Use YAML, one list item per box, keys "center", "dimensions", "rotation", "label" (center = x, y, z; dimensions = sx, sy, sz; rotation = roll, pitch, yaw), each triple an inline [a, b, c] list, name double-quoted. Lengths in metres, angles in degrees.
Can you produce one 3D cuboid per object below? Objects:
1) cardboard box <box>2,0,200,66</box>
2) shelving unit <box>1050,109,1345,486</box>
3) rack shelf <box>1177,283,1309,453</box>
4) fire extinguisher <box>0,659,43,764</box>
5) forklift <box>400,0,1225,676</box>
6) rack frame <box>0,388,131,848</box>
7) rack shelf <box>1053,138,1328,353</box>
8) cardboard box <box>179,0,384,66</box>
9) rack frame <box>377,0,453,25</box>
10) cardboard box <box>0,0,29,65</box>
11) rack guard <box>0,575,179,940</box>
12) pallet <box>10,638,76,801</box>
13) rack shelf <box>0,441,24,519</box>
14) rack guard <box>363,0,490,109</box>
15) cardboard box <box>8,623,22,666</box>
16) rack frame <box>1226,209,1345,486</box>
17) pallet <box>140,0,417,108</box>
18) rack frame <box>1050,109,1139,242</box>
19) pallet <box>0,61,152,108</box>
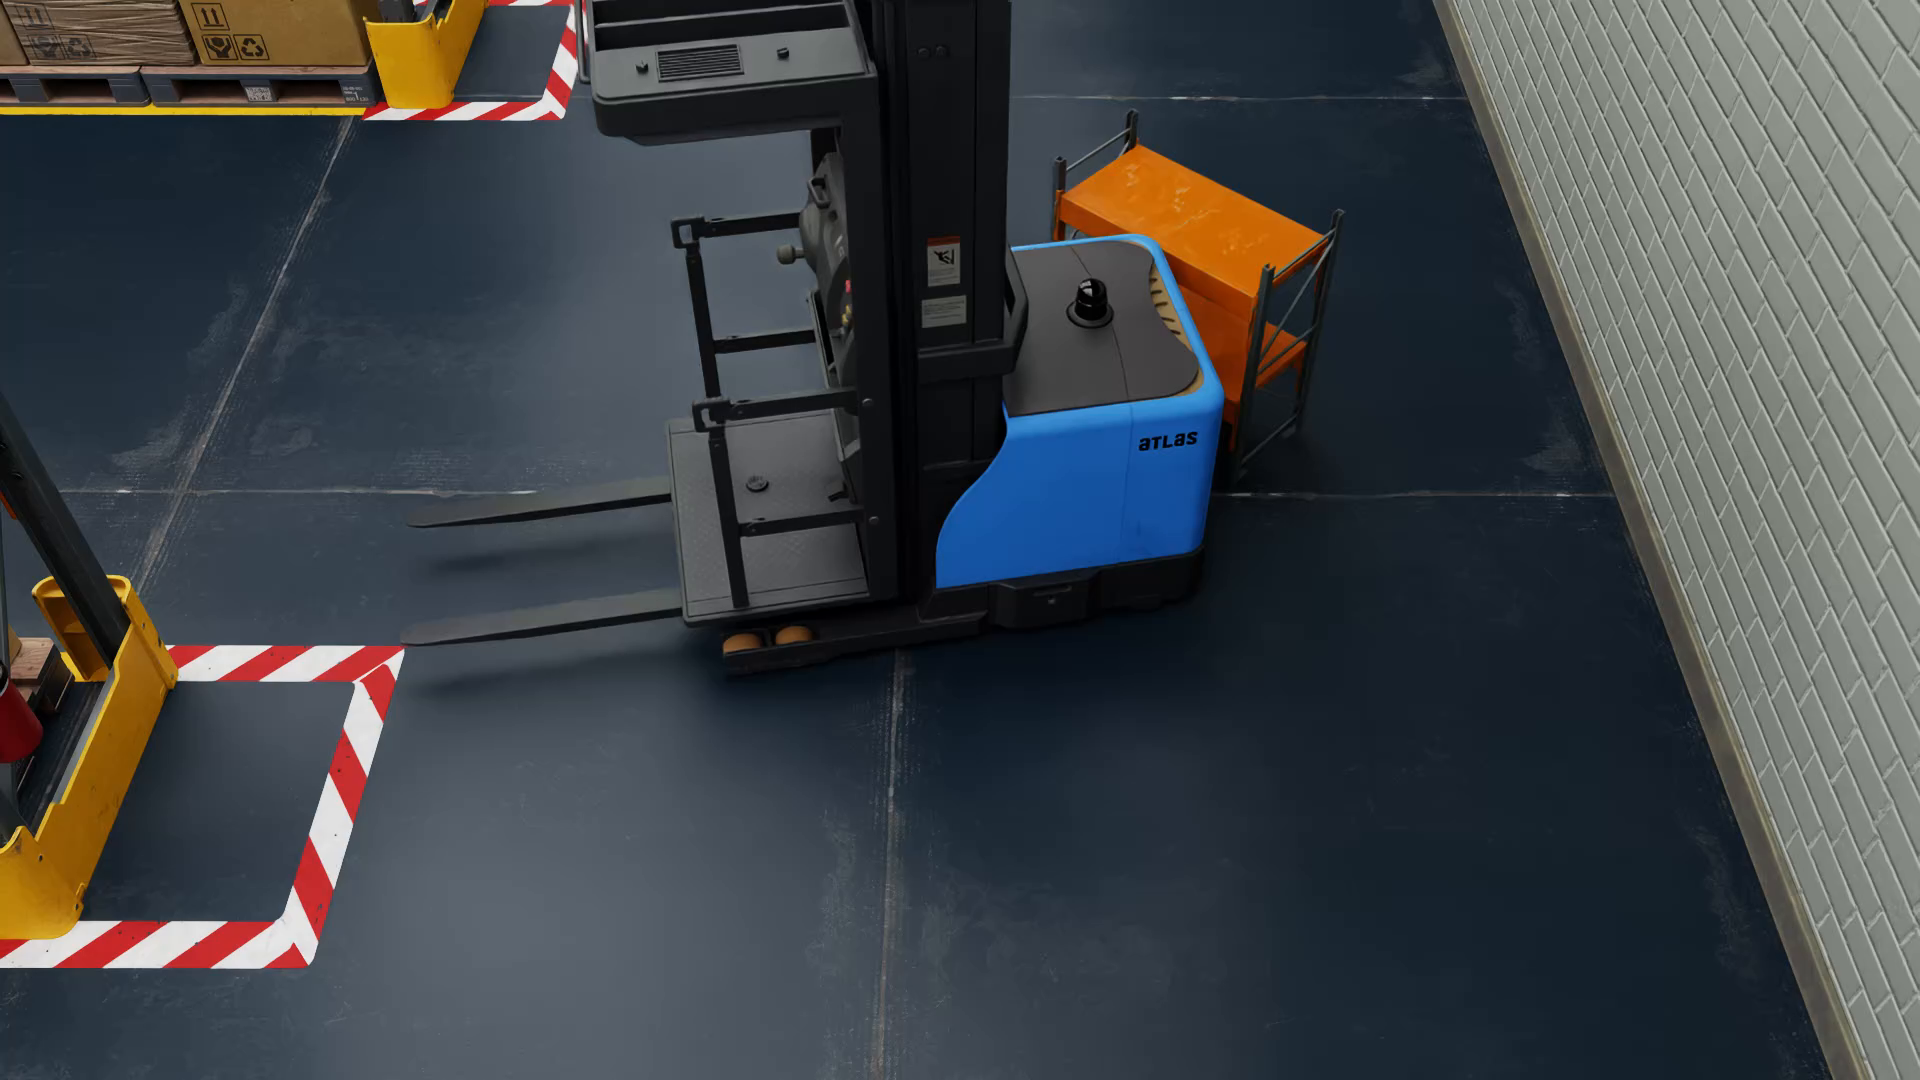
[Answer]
- center: [-4.477, -3.121, 8.771]
  dimensions: [0.875, 0.875, 0.875]
  rotation: [0, 47, 0]
  label: "cardboard box"
- center: [0.928, -1.005, 6.917]
  dimensions: [1.048, 1.125, 0.538]
  rotation: [34, 56, 28]
  label: "shelving unit"
- center: [0.928, -0.838, 7.096]
  dimensions: [1.000, 0.278, 0.538]
  rotation: [34, 56, 28]
  label: "rack shelf"
- center: [-2.796, 0.366, 4.668]
  dimensions: [0.183, 0.674, 0.296]
  rotation: [0, 47, 0]
  label: "fire extinguisher"
- center: [-0.626, -0.913, 5.597]
  dimensions: [3.031, 2.935, 1.130]
  rotation: [-8, 48, -7]
  label: "forklift"
- center: [-3.046, -0.126, 4.818]
  dimensions: [0.127, 3.000, 1.000]
  rotation: [0, 47, 0]
  label: "rack frame"
- center: [0.928, -1.204, 6.703]
  dimensions: [1.000, 0.278, 0.538]
  rotation: [34, 56, 28]
  label: "rack shelf"
- center: [-3.567, -3.119, 8.768]
  dimensions: [0.875, 0.875, 0.875]
  rotation: [0, 47, 0]
  label: "cardboard box"
- center: [-2.927, -3.756, 8.197]
  dimensions: [0.127, 3.000, 1.000]
  rotation: [0, 47, 0]
  label: "rack frame"
- center: [-5.367, -3.124, 8.773]
  dimensions: [0.875, 0.875, 0.875]
  rotation: [0, 47, 0]
  label: "cardboard box"
- center: [-3.122, 0.725, 5.733]
  dimensions: [0.348, 0.500, 1.175]
  rotation: [0, 47, 0]
  label: "rack guard"
- center: [-3.935, 0.796, 5.865]
  dimensions: [1.213, 0.211, 1.003]
  rotation: [0, 47, 0]
  label: "pallet"
- center: [-5.046, 0.114, 5.086]
  dimensions: [4.000, 0.370, 1.077]
  rotation: [0, 47, 0]
  label: "rack shelf"
- center: [-2.903, -2.905, 9.112]
  dimensions: [0.348, 0.500, 1.175]
  rotation: [0, 47, 0]
  label: "rack guard"
- center: [-3.569, 0.466, 5.927]
  dimensions: [0.250, 0.149, 0.380]
  rotation: [1, 47, 1]
  label: "cardboard box"
- center: [1.299, -0.751, 6.680]
  dimensions: [0.032, 1.125, 0.500]
  rotation: [34, 56, 28]
  label: "rack frame"
- center: [-3.727, -2.751, 9.167]
  dimensions: [1.213, 0.211, 1.003]
  rotation: [0, 47, 0]
  label: "pallet"
- center: [0.556, -1.259, 7.153]
  dimensions: [0.032, 1.125, 0.500]
  rotation: [34, 56, 28]
  label: "rack frame"
- center: [-4.944, -2.757, 9.172]
  dimensions: [1.213, 0.211, 1.003]
  rotation: [0, 47, 0]
  label: "pallet"
